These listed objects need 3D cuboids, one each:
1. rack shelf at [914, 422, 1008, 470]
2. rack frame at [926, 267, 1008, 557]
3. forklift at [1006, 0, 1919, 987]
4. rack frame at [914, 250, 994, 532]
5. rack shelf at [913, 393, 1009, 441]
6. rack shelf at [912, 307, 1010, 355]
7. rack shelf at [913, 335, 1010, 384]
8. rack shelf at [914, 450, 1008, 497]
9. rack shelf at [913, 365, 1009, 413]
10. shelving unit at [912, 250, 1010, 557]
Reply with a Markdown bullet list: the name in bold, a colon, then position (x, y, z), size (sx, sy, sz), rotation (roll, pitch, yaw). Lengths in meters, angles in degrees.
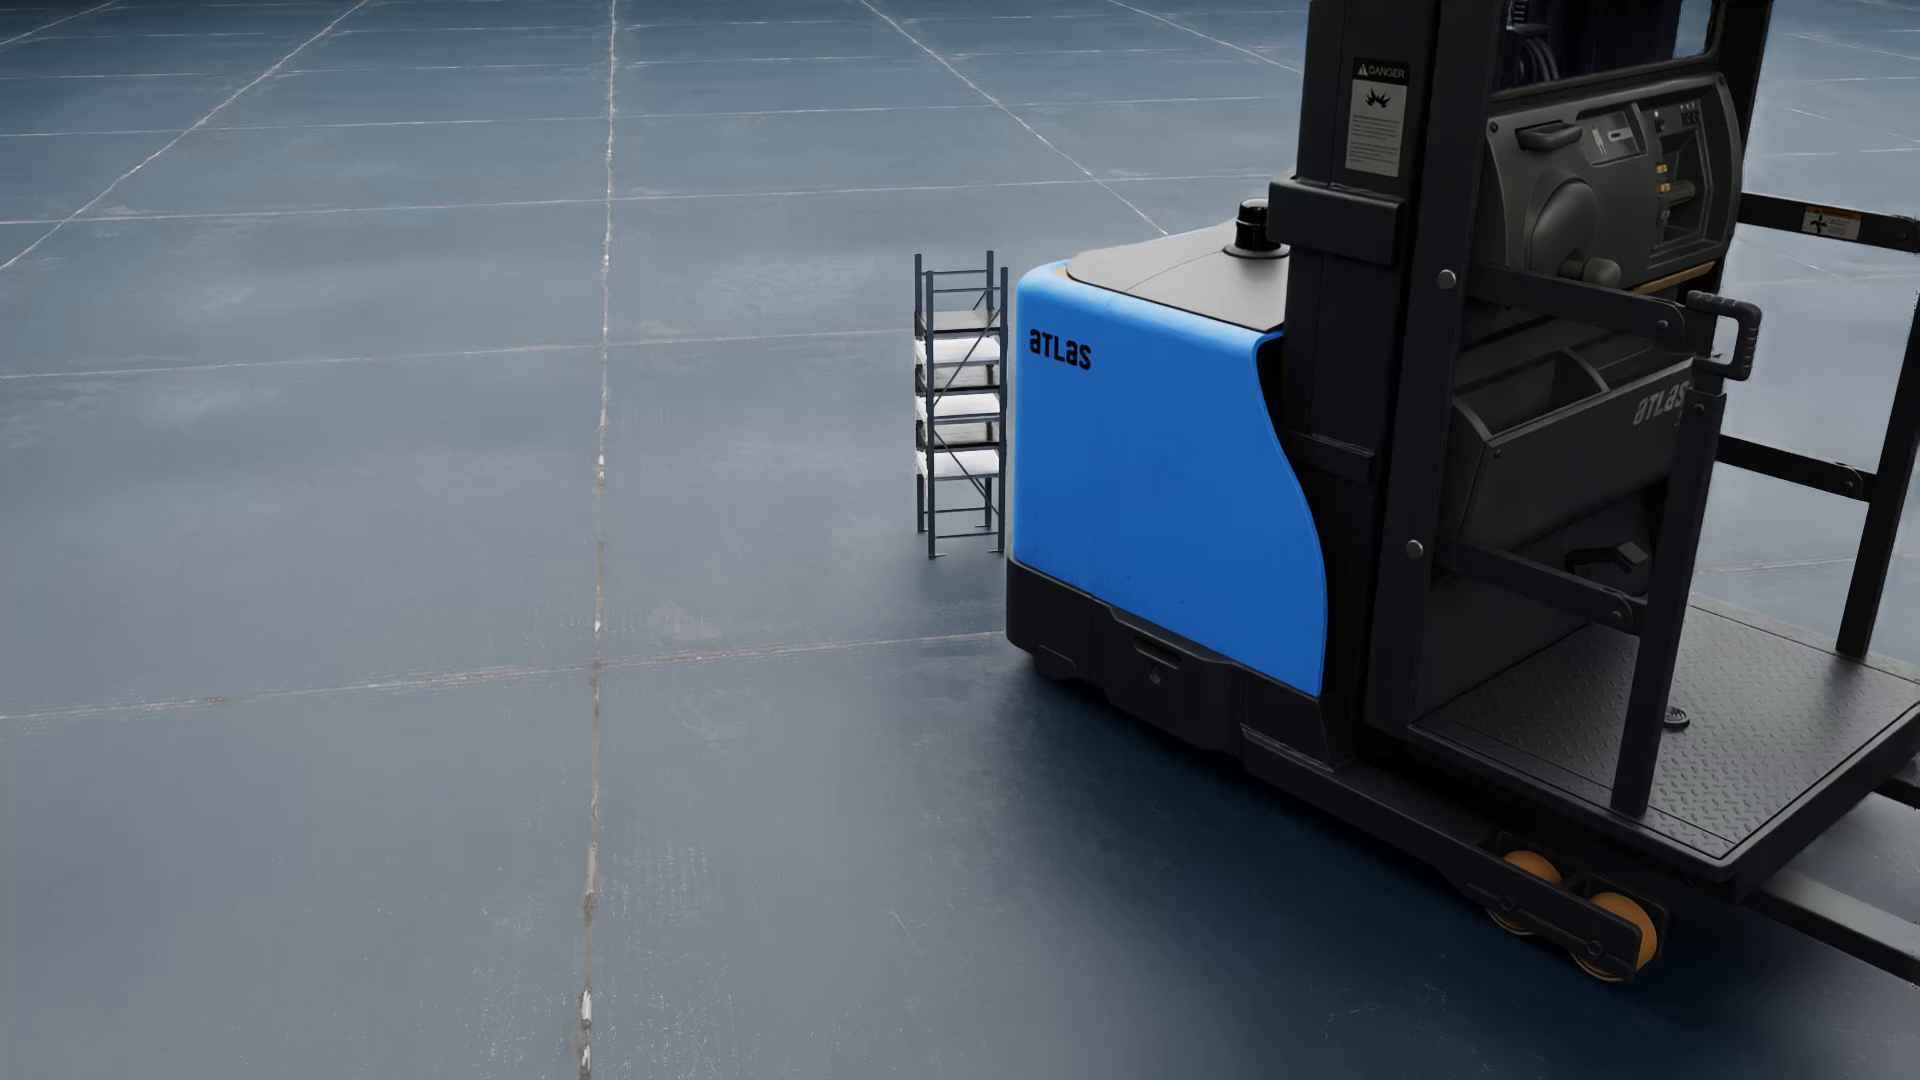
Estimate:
- **rack shelf**: position (0.001, -0.296, 5.112), size (0.258, 0.077, 0.200), rotation (-4, 24, -10)
- **rack frame**: position (0.020, -0.369, 4.971), size (0.240, 0.900, 0.006), rotation (-4, 24, -10)
- **forklift**: position (1.471, -0.708, 3.208), size (1.130, 2.935, 3.031), rotation (-19, 30, -37)
- **rack frame**: position (-0.017, -0.449, 5.154), size (0.240, 0.900, 0.006), rotation (-4, 24, -10)
- **rack shelf**: position (0.001, -0.379, 5.076), size (0.258, 0.077, 0.200), rotation (-4, 24, -10)
- **rack shelf**: position (0.001, -0.626, 4.968), size (0.258, 0.077, 0.200), rotation (-4, 24, -10)
- **rack shelf**: position (0.001, -0.544, 5.004), size (0.258, 0.077, 0.200), rotation (-4, 24, -10)
- **rack shelf**: position (0.001, -0.214, 5.148), size (0.258, 0.077, 0.200), rotation (-4, 24, -10)
- **rack shelf**: position (0.001, -0.461, 5.040), size (0.258, 0.077, 0.200), rotation (-4, 24, -10)
- **shelving unit**: position (0.001, -0.409, 5.063), size (0.258, 0.900, 0.210), rotation (-4, 24, -10)
